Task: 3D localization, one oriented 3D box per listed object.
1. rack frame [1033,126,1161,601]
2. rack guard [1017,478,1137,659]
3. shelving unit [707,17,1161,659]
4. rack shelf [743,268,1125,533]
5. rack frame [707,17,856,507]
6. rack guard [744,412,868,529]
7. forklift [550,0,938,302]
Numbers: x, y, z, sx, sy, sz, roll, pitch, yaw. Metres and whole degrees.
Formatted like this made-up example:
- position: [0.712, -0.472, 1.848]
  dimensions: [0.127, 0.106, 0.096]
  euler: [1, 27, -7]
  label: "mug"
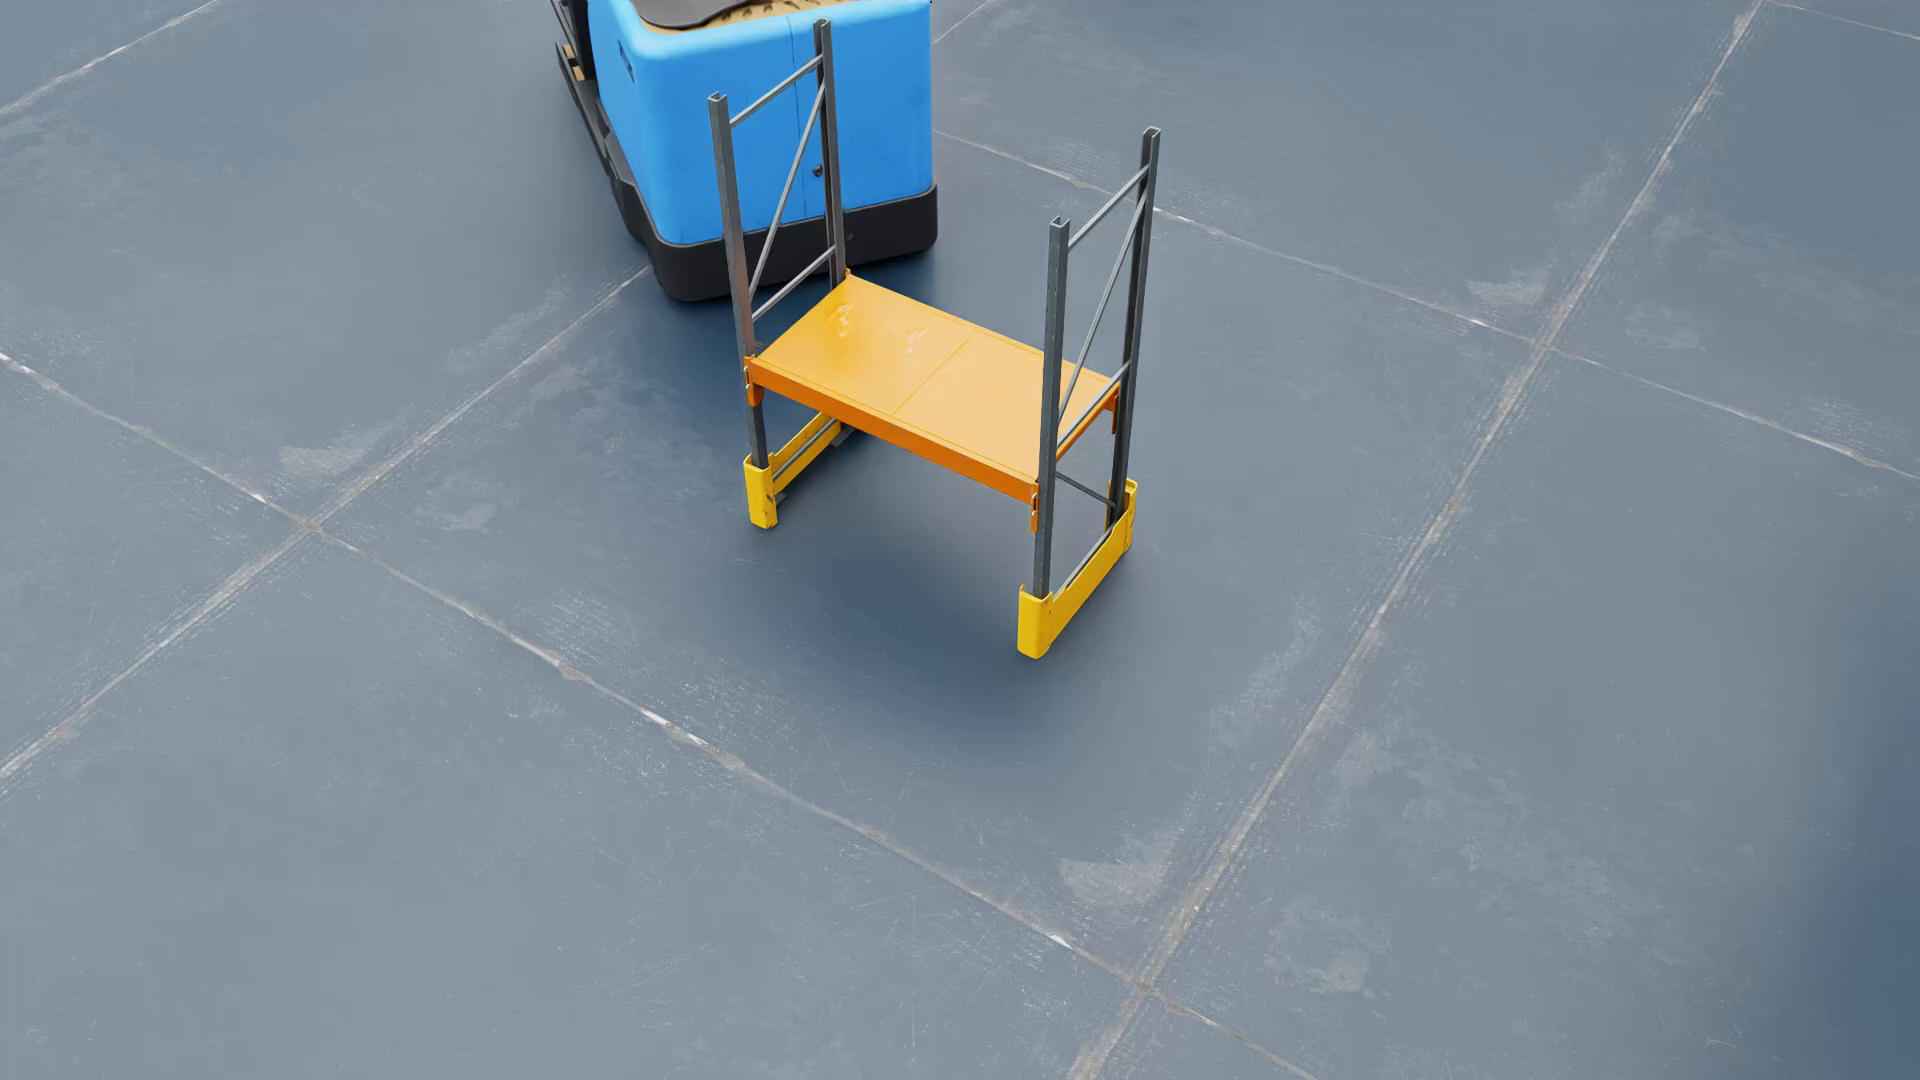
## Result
- position: [0.356, -0.359, 4.553]
  dimensions: [0.032, 1.500, 0.500]
  euler: [25, 51, 22]
  label: "rack frame"
- position: [0.355, 0.076, 5.002]
  dimensions: [0.087, 0.250, 0.587]
  euler: [25, 51, 22]
  label: "rack guard"
- position: [-0.064, -0.552, 4.741]
  dimensions: [1.083, 1.500, 0.587]
  euler: [25, 51, 22]
  label: "shelving unit"
- position: [-0.072, -0.430, 4.873]
  dimensions: [1.000, 0.185, 0.538]
  euler: [25, 51, 22]
  label: "rack shelf"
- position: [-0.500, -0.753, 4.935]
  dimensions: [0.032, 1.500, 0.500]
  euler: [25, 51, 22]
  label: "rack frame"
- position: [-0.483, -0.309, 5.376]
  dimensions: [0.087, 0.250, 0.587]
  euler: [25, 51, 22]
  label: "rack guard"
- position: [-1.084, -2.955, 6.077]
  dimensions: [1.130, 2.935, 3.031]
  euler: [-15, 48, -14]
  label: "forklift"
